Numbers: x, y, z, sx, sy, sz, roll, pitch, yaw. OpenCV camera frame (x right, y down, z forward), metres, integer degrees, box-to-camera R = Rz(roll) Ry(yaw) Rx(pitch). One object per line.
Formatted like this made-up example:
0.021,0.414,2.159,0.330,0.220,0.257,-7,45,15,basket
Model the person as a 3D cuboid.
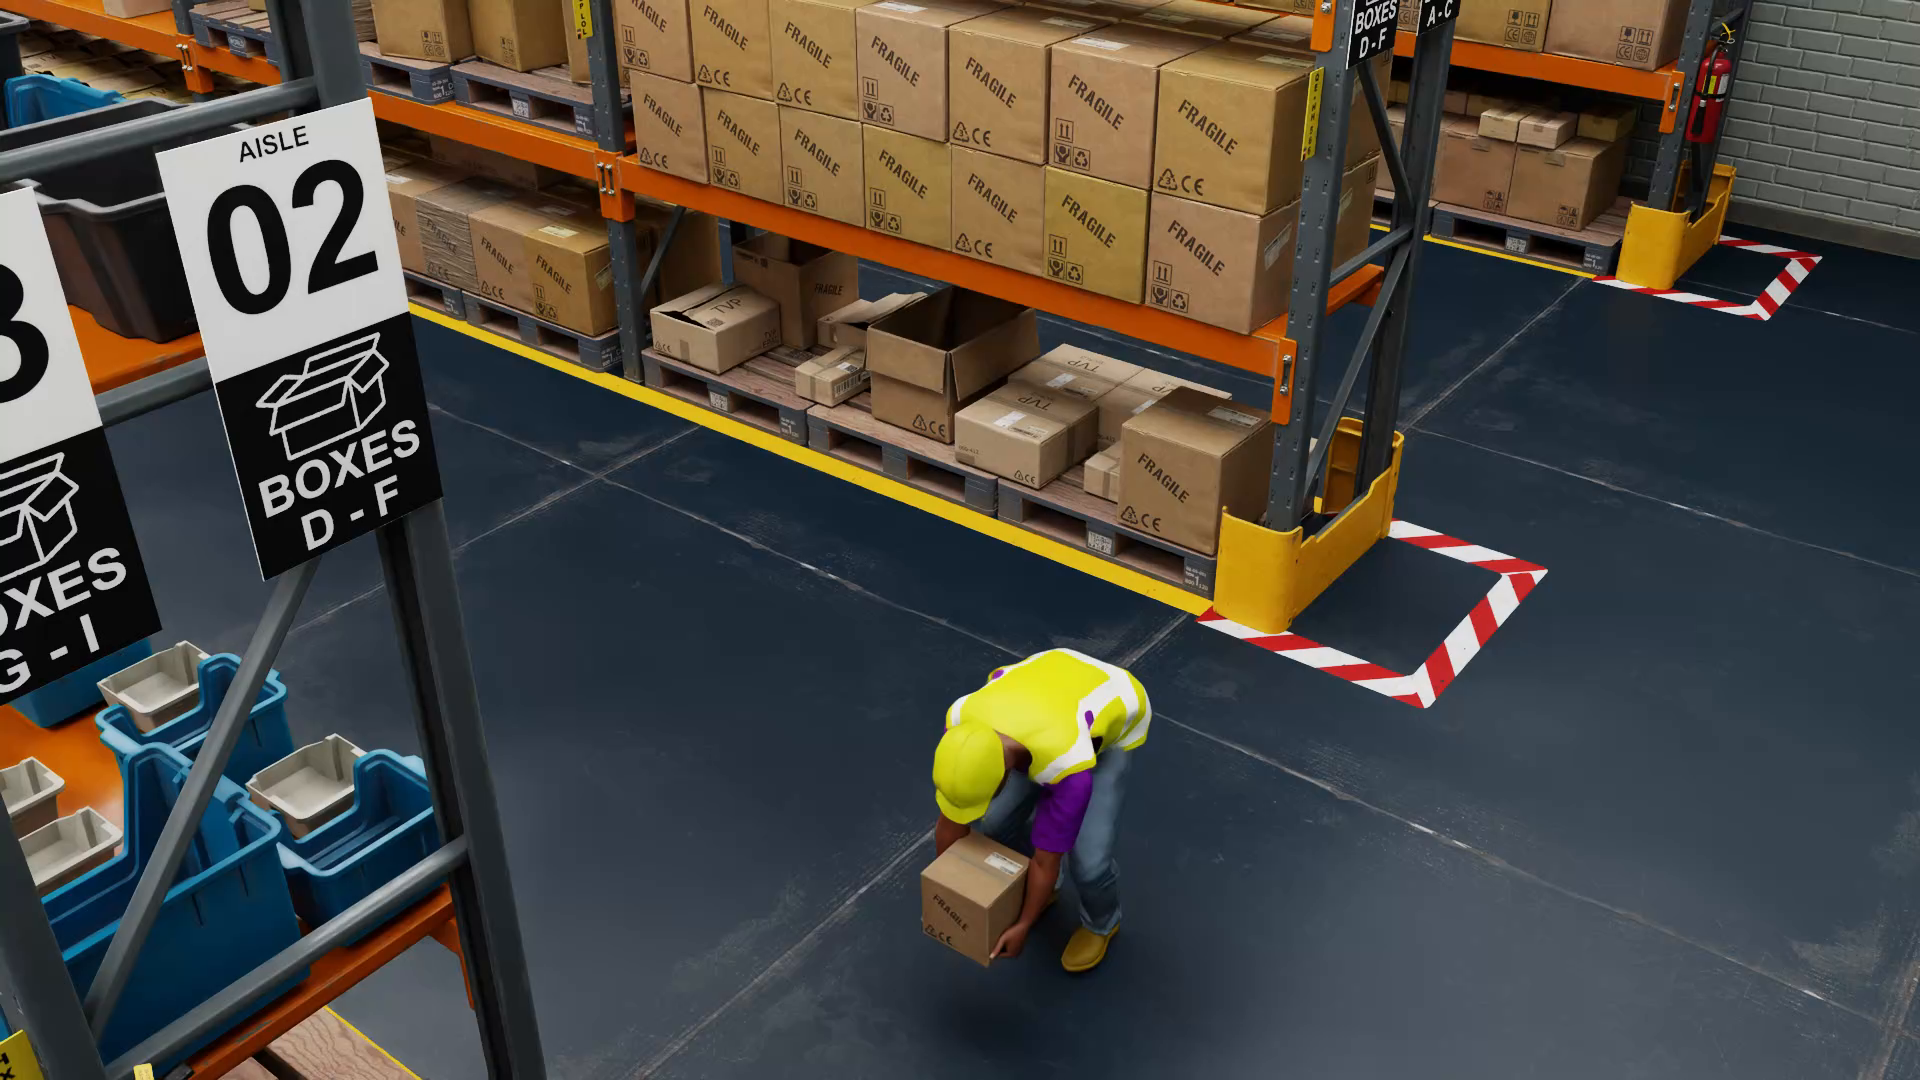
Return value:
-6.358,-1.099,8.523,15.759,1.186,2.032,19,36,29,person
